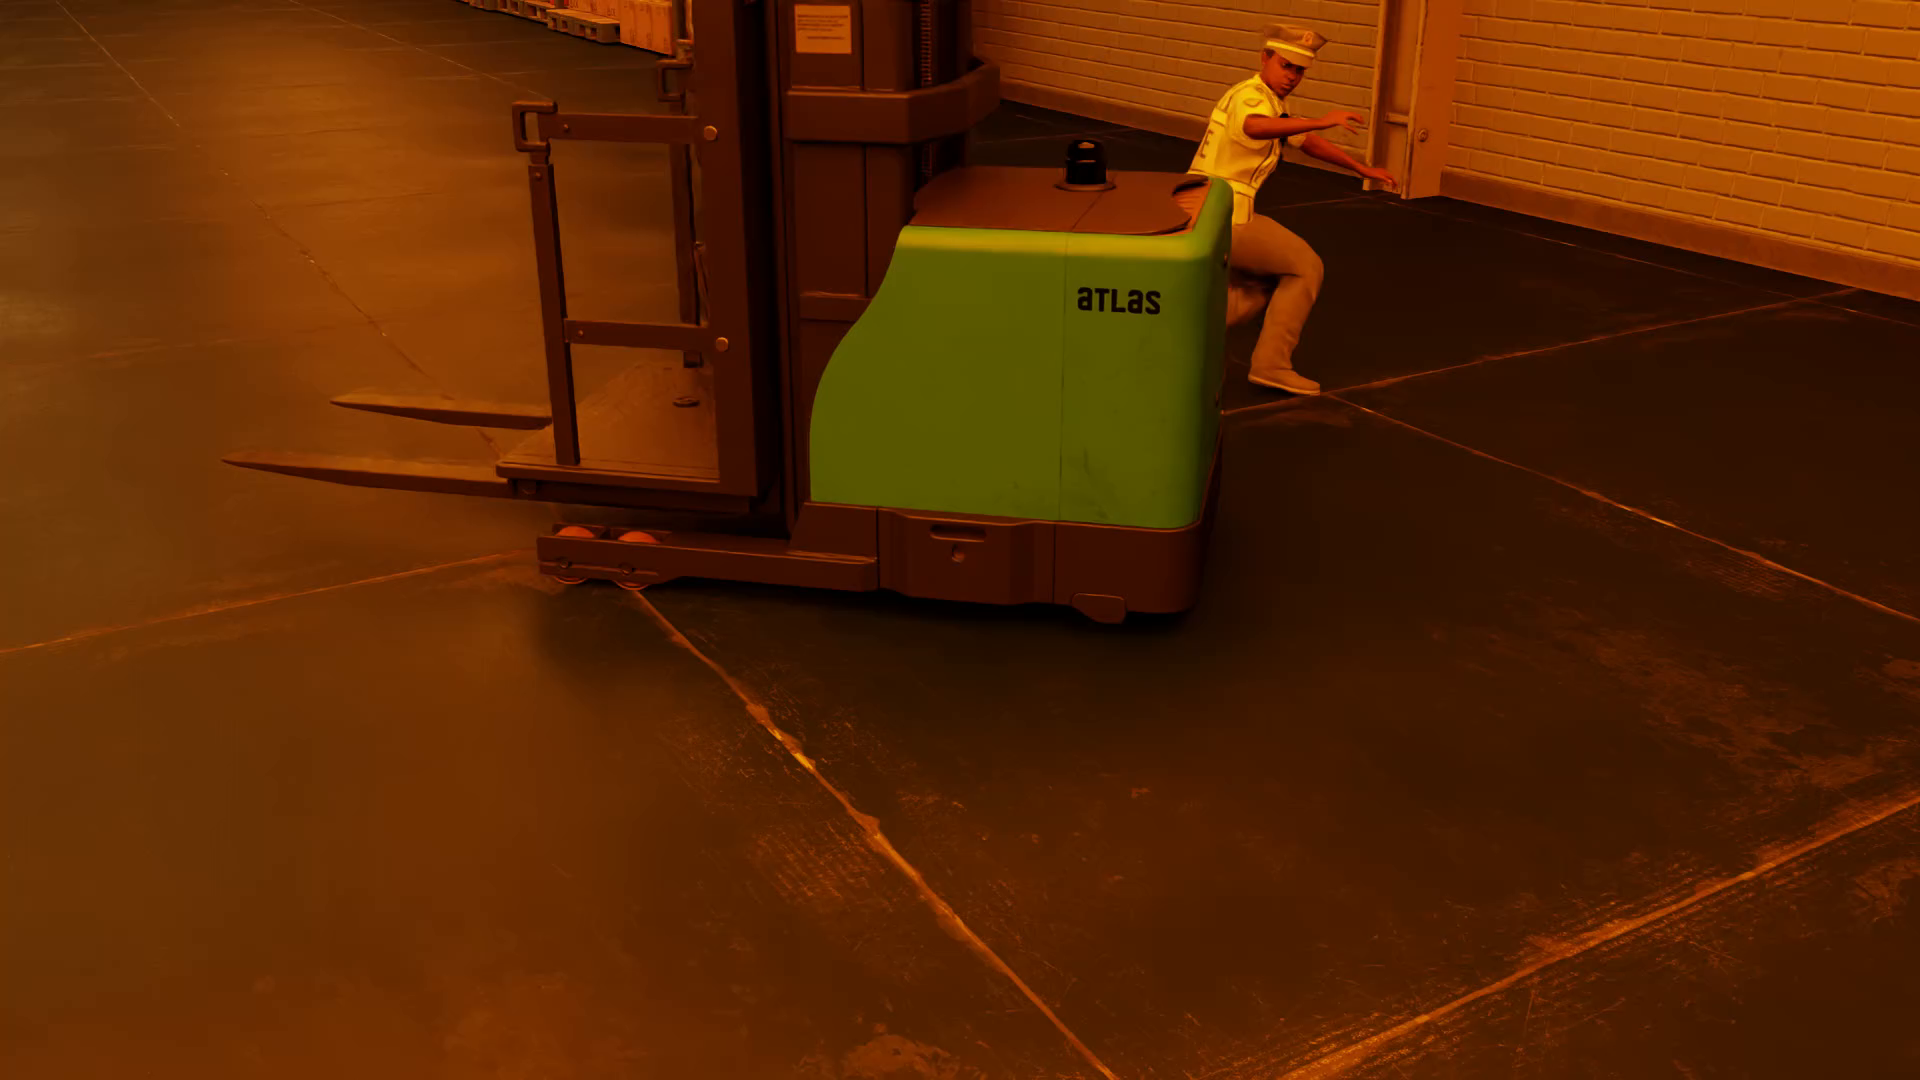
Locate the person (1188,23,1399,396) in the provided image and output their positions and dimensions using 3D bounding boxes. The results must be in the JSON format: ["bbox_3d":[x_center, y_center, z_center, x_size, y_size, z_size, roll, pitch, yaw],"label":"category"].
[{"bbox_3d":[1.295,-1.244,6.351,0.973,1.397,0.690,-4,23,-9],"label":"person"}]

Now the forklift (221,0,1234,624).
[{"bbox_3d":[-0.744,-1.400,4.686,3.031,2.935,1.130,5,23,11],"label":"forklift"}]
